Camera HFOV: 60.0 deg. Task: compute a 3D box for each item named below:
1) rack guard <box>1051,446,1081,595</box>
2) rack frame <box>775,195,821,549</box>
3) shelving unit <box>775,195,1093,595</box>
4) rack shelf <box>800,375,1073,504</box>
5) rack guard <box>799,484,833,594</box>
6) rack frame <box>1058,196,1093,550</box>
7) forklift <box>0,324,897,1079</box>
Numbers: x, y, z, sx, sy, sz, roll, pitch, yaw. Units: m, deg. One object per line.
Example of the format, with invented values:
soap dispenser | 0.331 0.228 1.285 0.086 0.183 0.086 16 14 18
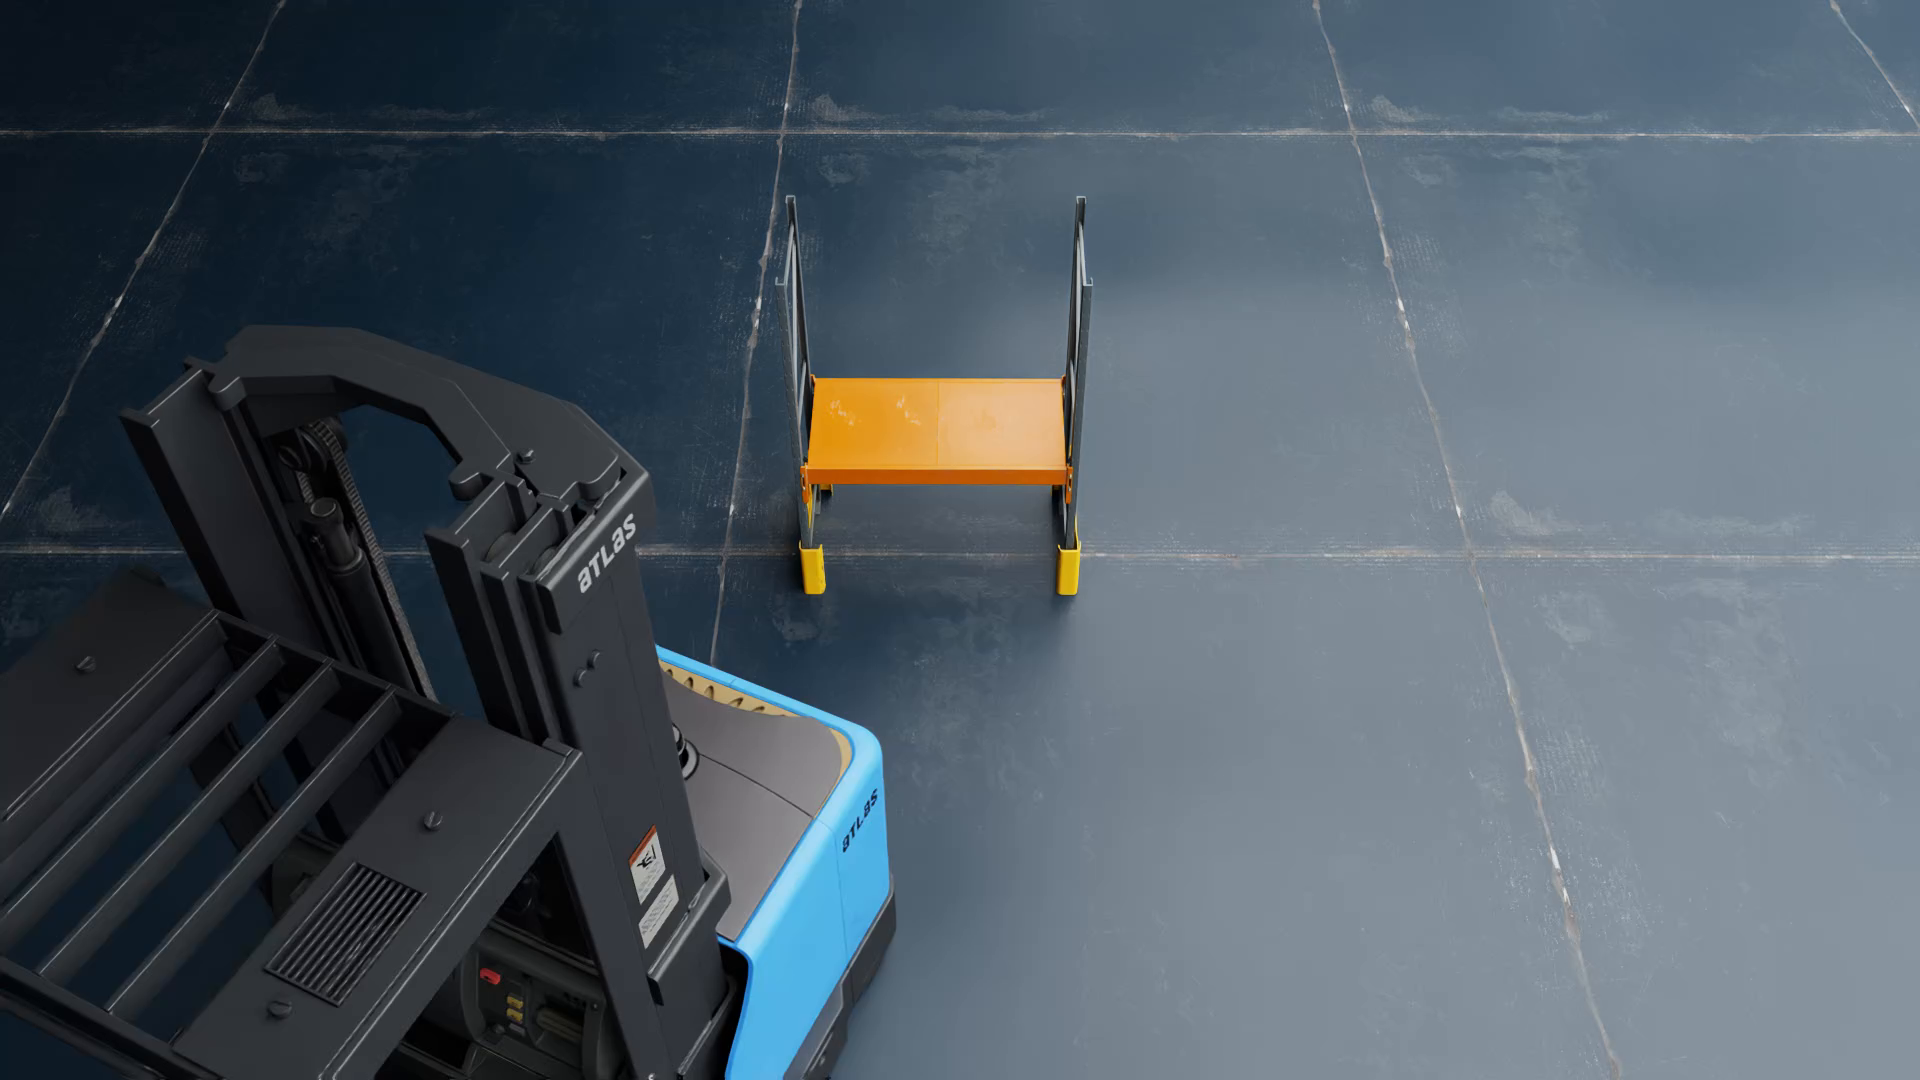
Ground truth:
rack guard | 0.422 -0.084 6.657 0.087 0.250 0.587 0 47 0
rack frame | -0.594 -0.513 6.203 0.032 1.500 0.500 0 47 0
shelving unit | -0.076 -0.511 6.201 1.083 1.500 0.587 0 47 0
rack shelf | -0.085 -0.389 6.333 1.000 0.185 0.538 0 47 0
rack guard | -0.574 -0.087 6.660 0.087 0.250 0.587 0 47 0
rack frame | 0.423 -0.510 6.200 0.032 1.500 0.500 0 47 0
forklift | -1.300 1.113 3.712 1.130 2.935 3.031 19 50 17
